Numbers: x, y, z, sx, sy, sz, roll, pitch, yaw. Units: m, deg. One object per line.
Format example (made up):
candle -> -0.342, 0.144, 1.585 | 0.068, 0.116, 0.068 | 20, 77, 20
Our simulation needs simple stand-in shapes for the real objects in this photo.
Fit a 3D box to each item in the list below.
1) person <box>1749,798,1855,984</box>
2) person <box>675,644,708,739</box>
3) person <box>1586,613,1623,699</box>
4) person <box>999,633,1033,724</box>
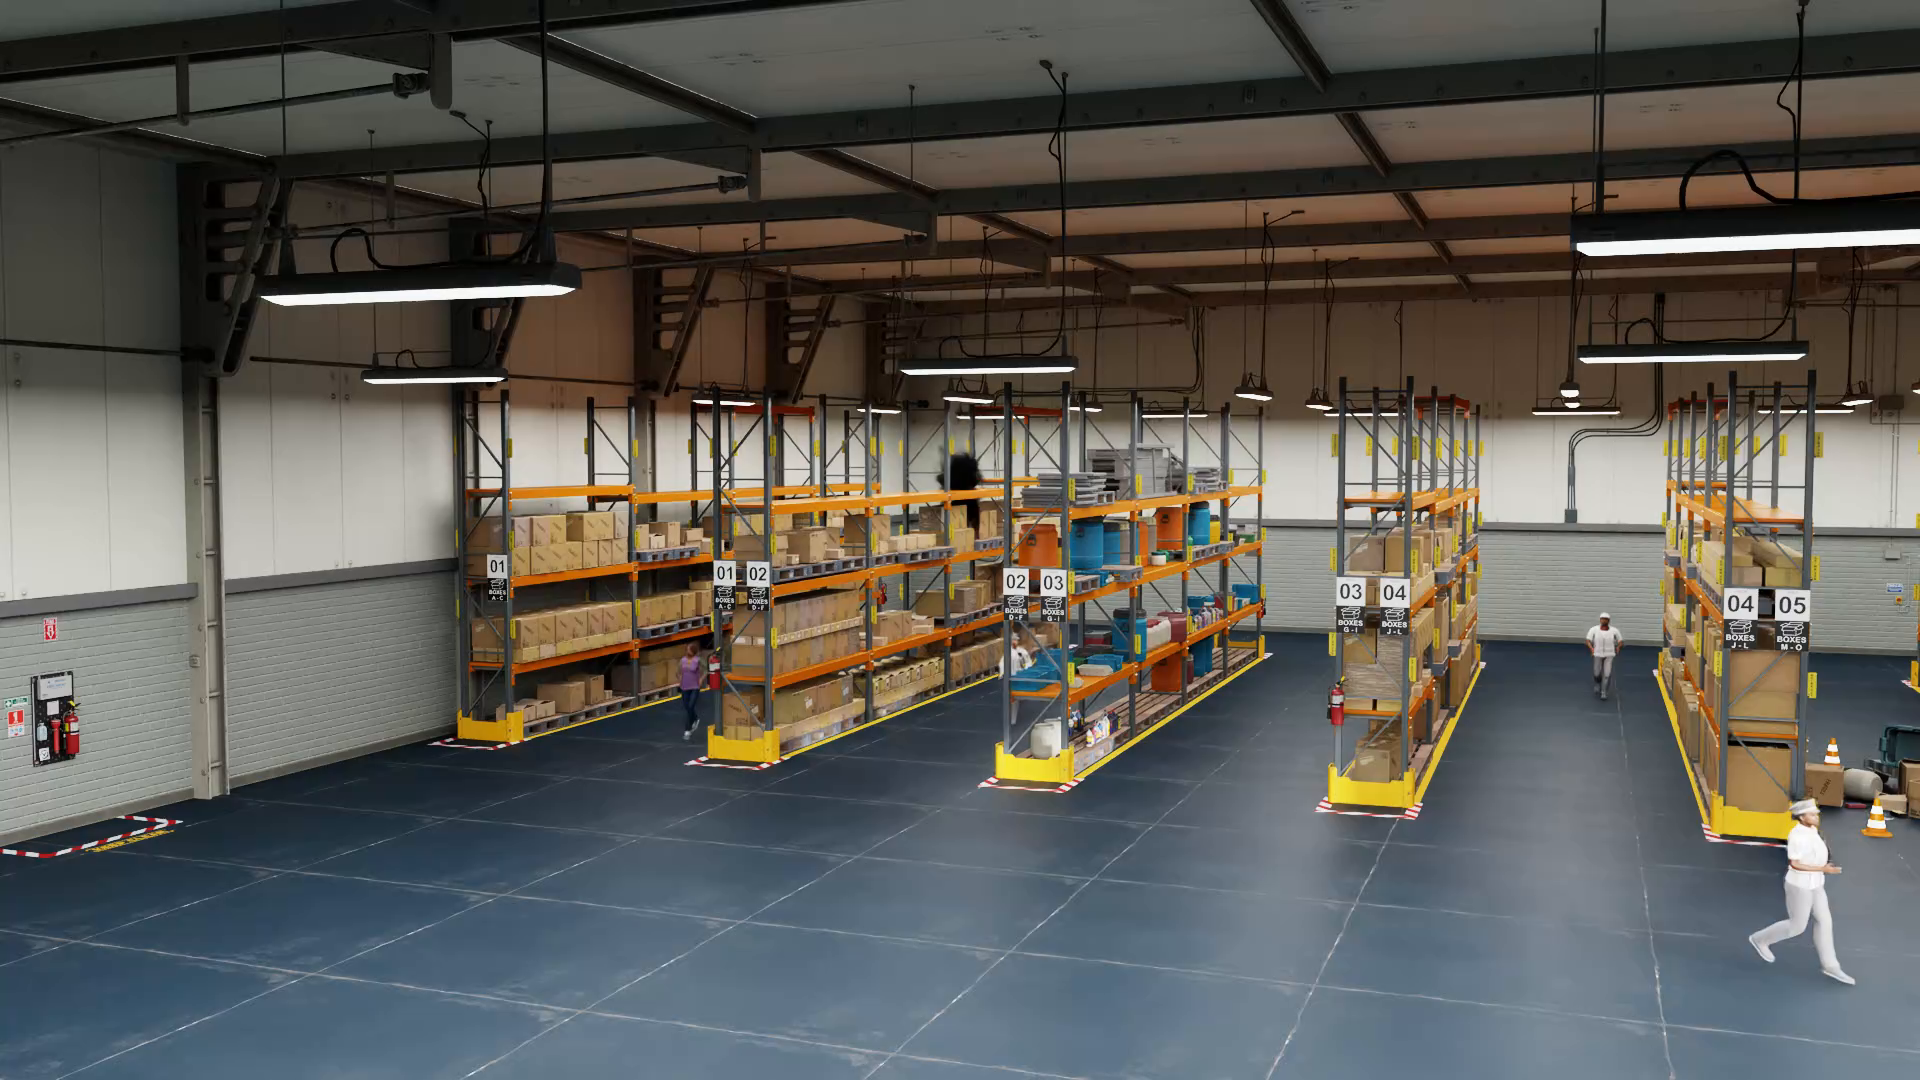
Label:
person -> 7.970, 3.272, 15.714 | 0.579, 1.698, 0.924 | -3, 4, -43
person -> -4.661, 2.591, 28.766 | 0.538, 1.596, 0.844 | 1, 3, 12
person -> 12.901, 2.310, 33.293 | 0.700, 1.716, 0.610 | 1, 3, 22
person -> 1.015, 2.512, 30.445 | 0.625, 1.662, 0.600 | 1, 3, 13
